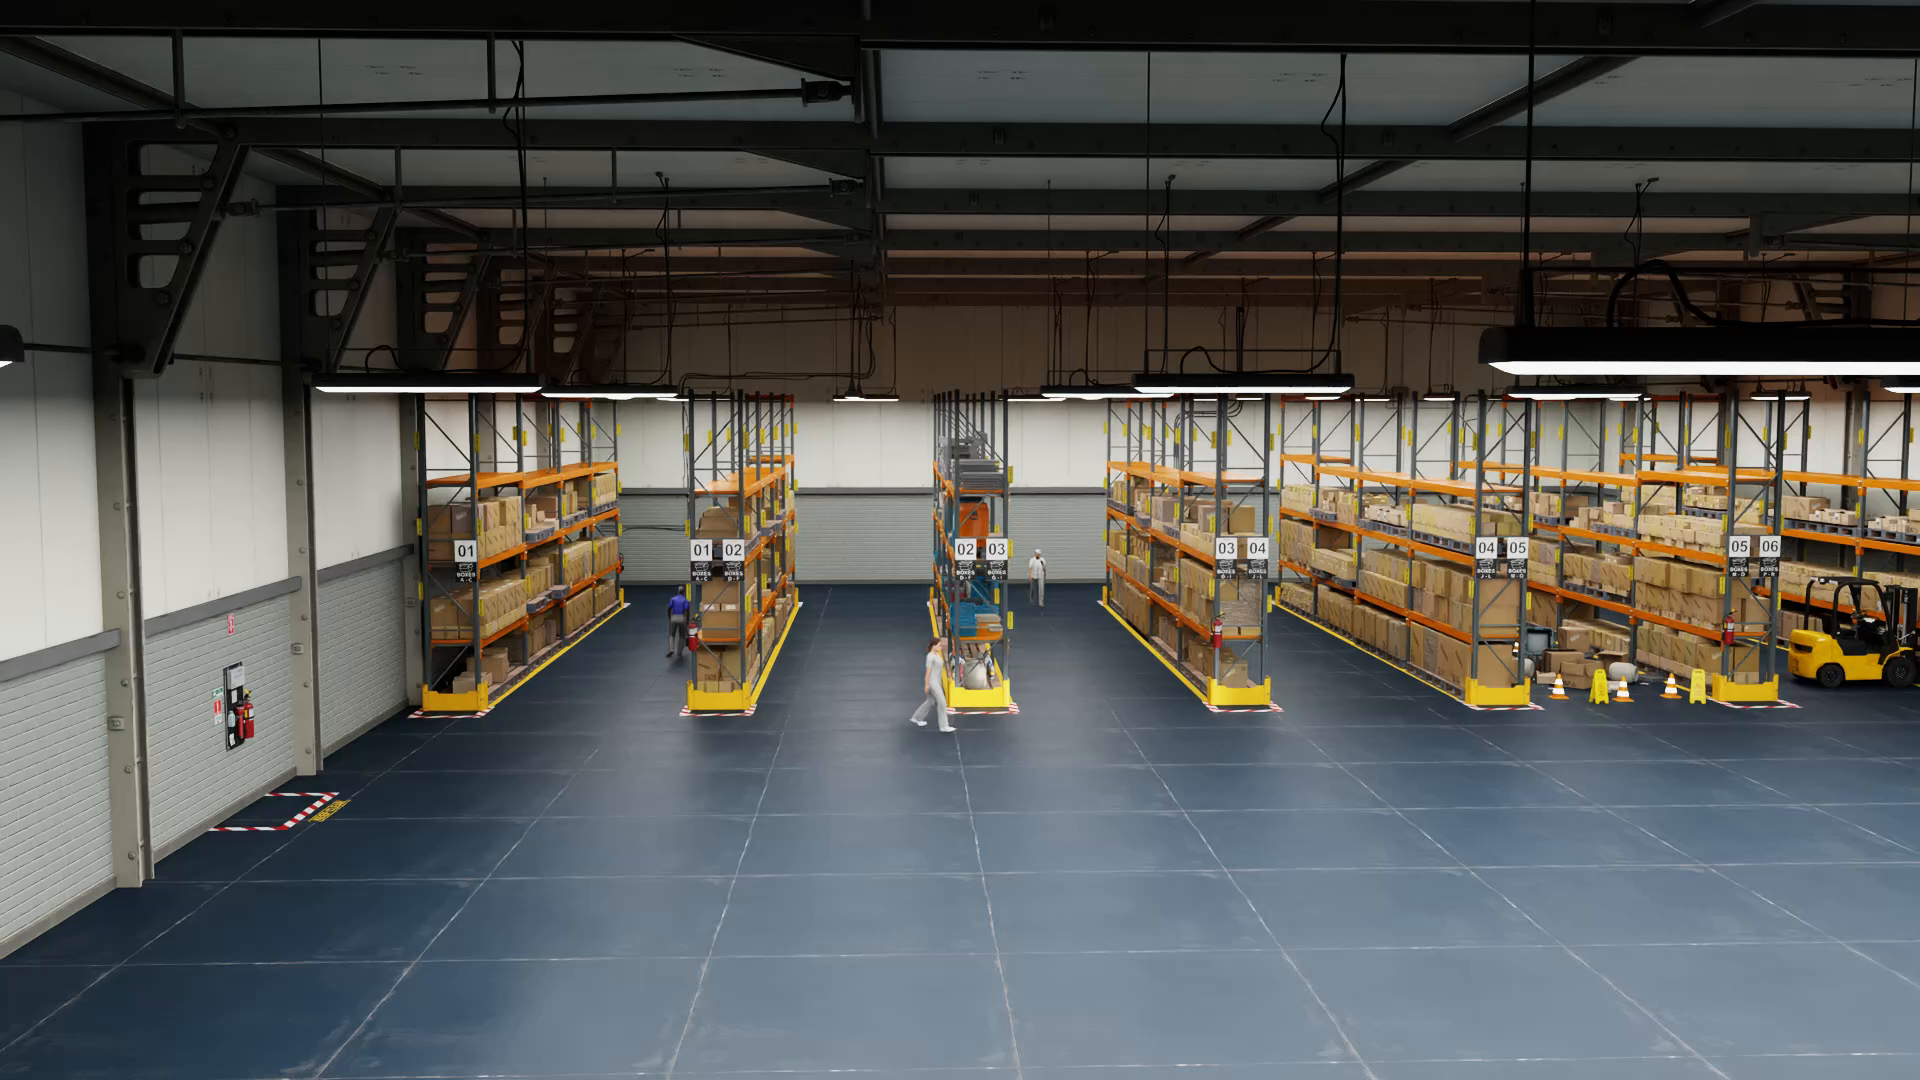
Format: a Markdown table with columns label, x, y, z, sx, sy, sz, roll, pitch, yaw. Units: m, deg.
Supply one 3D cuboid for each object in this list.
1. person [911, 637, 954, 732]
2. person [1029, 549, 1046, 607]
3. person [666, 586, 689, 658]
| label | x | y | z | sx | sy | sz | roll | pitch | yaw |
| --- | --- | --- | --- | --- | --- | --- | --- | --- | --- |
| person | -0.482 | 2.518 | 29.266 | 0.880 | 1.640 | 0.455 | 1 | 5 | 14 |
| person | 2.200 | 1.055 | 47.182 | 0.504 | 1.602 | 1.043 | 0 | 5 | -3 |
| person | -6.351 | 1.863 | 37.438 | 0.501 | 1.631 | 0.610 | 0 | 5 | 1 |
